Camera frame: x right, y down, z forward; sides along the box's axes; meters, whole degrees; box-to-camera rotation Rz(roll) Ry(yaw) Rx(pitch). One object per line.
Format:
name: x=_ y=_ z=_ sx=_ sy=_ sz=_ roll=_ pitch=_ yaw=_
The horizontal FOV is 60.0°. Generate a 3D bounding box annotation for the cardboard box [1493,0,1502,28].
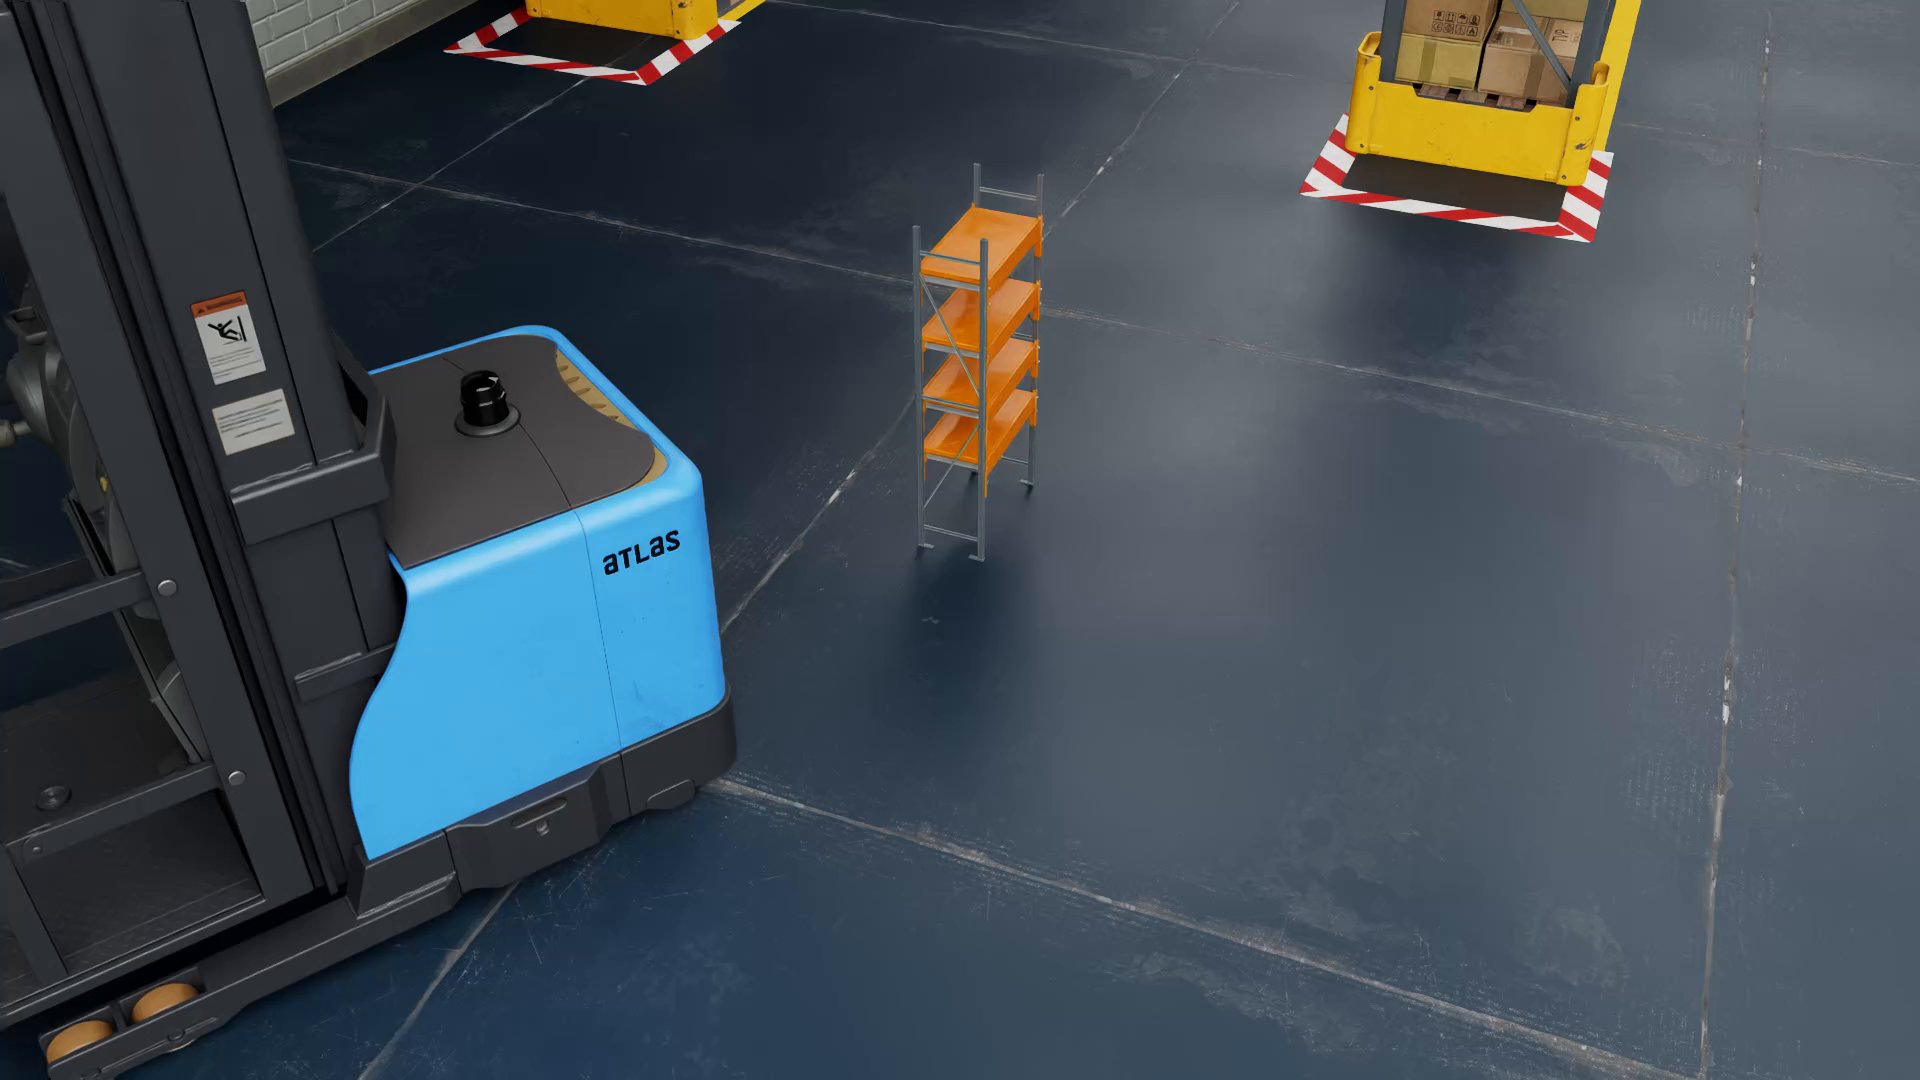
cardboard box: x=2.649 y=-2.852 z=9.006 sx=0.500 sy=0.250 sz=0.500 roll=14 pitch=39 yaw=18

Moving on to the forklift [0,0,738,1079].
forklift: x=-2.142 y=-0.218 z=3.593 sx=3.031 sy=2.935 sz=1.130 roll=-23 pitch=42 yaw=-27

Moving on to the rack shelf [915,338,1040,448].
rack shelf: x=0.063 y=-0.518 z=5.554 sx=0.258 sy=0.148 sz=0.480 roll=14 pitch=39 yaw=18

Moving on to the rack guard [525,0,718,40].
rack guard: x=-2.014 y=-3.308 z=9.759 sx=1.175 sy=0.500 sz=0.348 roll=14 pitch=39 yaw=18

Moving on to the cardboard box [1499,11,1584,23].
cardboard box: x=3.136 y=-2.732 z=8.845 sx=0.500 sy=0.250 sz=0.500 roll=14 pitch=39 yaw=18

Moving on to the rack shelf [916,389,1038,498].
rack shelf: x=0.063 y=-0.359 z=5.673 sx=0.258 sy=0.148 sz=0.480 roll=14 pitch=39 yaw=18

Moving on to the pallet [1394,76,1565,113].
pallet: x=2.792 y=-2.457 z=8.861 sx=1.003 sy=0.211 sz=1.213 roll=14 pitch=39 yaw=18

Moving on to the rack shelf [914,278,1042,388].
rack shelf: x=0.063 y=-0.698 z=5.420 sx=0.258 sy=0.148 sz=0.480 roll=14 pitch=39 yaw=18

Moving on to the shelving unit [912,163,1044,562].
shelving unit: x=0.063 y=-0.572 z=5.513 sx=0.258 sy=1.200 sz=0.503 roll=14 pitch=39 yaw=18

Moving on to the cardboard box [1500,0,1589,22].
cardboard box: x=3.138 y=-3.032 z=8.620 sx=0.500 sy=0.500 sz=0.500 roll=14 pitch=39 yaw=18

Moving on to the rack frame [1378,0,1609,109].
rack frame: x=2.539 y=-3.141 z=7.447 sx=1.000 sy=3.000 sz=0.127 roll=14 pitch=39 yaw=18

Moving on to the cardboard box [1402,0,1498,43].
cardboard box: x=2.468 y=-2.873 z=8.408 sx=0.500 sy=0.500 sz=0.500 roll=14 pitch=39 yaw=18

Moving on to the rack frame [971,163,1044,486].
rack frame: x=0.156 y=-0.707 z=5.694 sx=0.240 sy=1.200 sz=0.015 roll=14 pitch=39 yaw=18

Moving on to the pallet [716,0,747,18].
pallet: x=-1.673 y=-3.634 z=10.436 sx=1.003 sy=0.211 sz=1.213 roll=14 pitch=39 yaw=18

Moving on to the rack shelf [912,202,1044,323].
rack shelf: x=0.063 y=-0.887 z=5.278 sx=0.258 sy=0.148 sz=0.480 roll=14 pitch=39 yaw=18

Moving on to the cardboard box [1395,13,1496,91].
cardboard box: x=2.470 y=-2.572 z=8.632 sx=0.500 sy=0.250 sz=0.500 roll=14 pitch=39 yaw=18

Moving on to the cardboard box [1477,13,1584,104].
cardboard box: x=2.949 y=-2.454 z=8.474 sx=0.500 sy=0.250 sz=0.500 roll=14 pitch=39 yaw=18

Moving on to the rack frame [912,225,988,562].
rack frame: x=-0.030 y=-0.437 z=5.333 sx=0.240 sy=1.200 sz=0.015 roll=14 pitch=39 yaw=18

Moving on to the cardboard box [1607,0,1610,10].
cardboard box: x=3.521 y=-3.284 z=9.585 sx=0.500 sy=0.250 sz=0.500 roll=14 pitch=39 yaw=18

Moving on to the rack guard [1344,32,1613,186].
rack guard: x=2.530 y=-2.127 z=8.178 sx=1.175 sy=0.500 sz=0.348 roll=14 pitch=39 yaw=18
